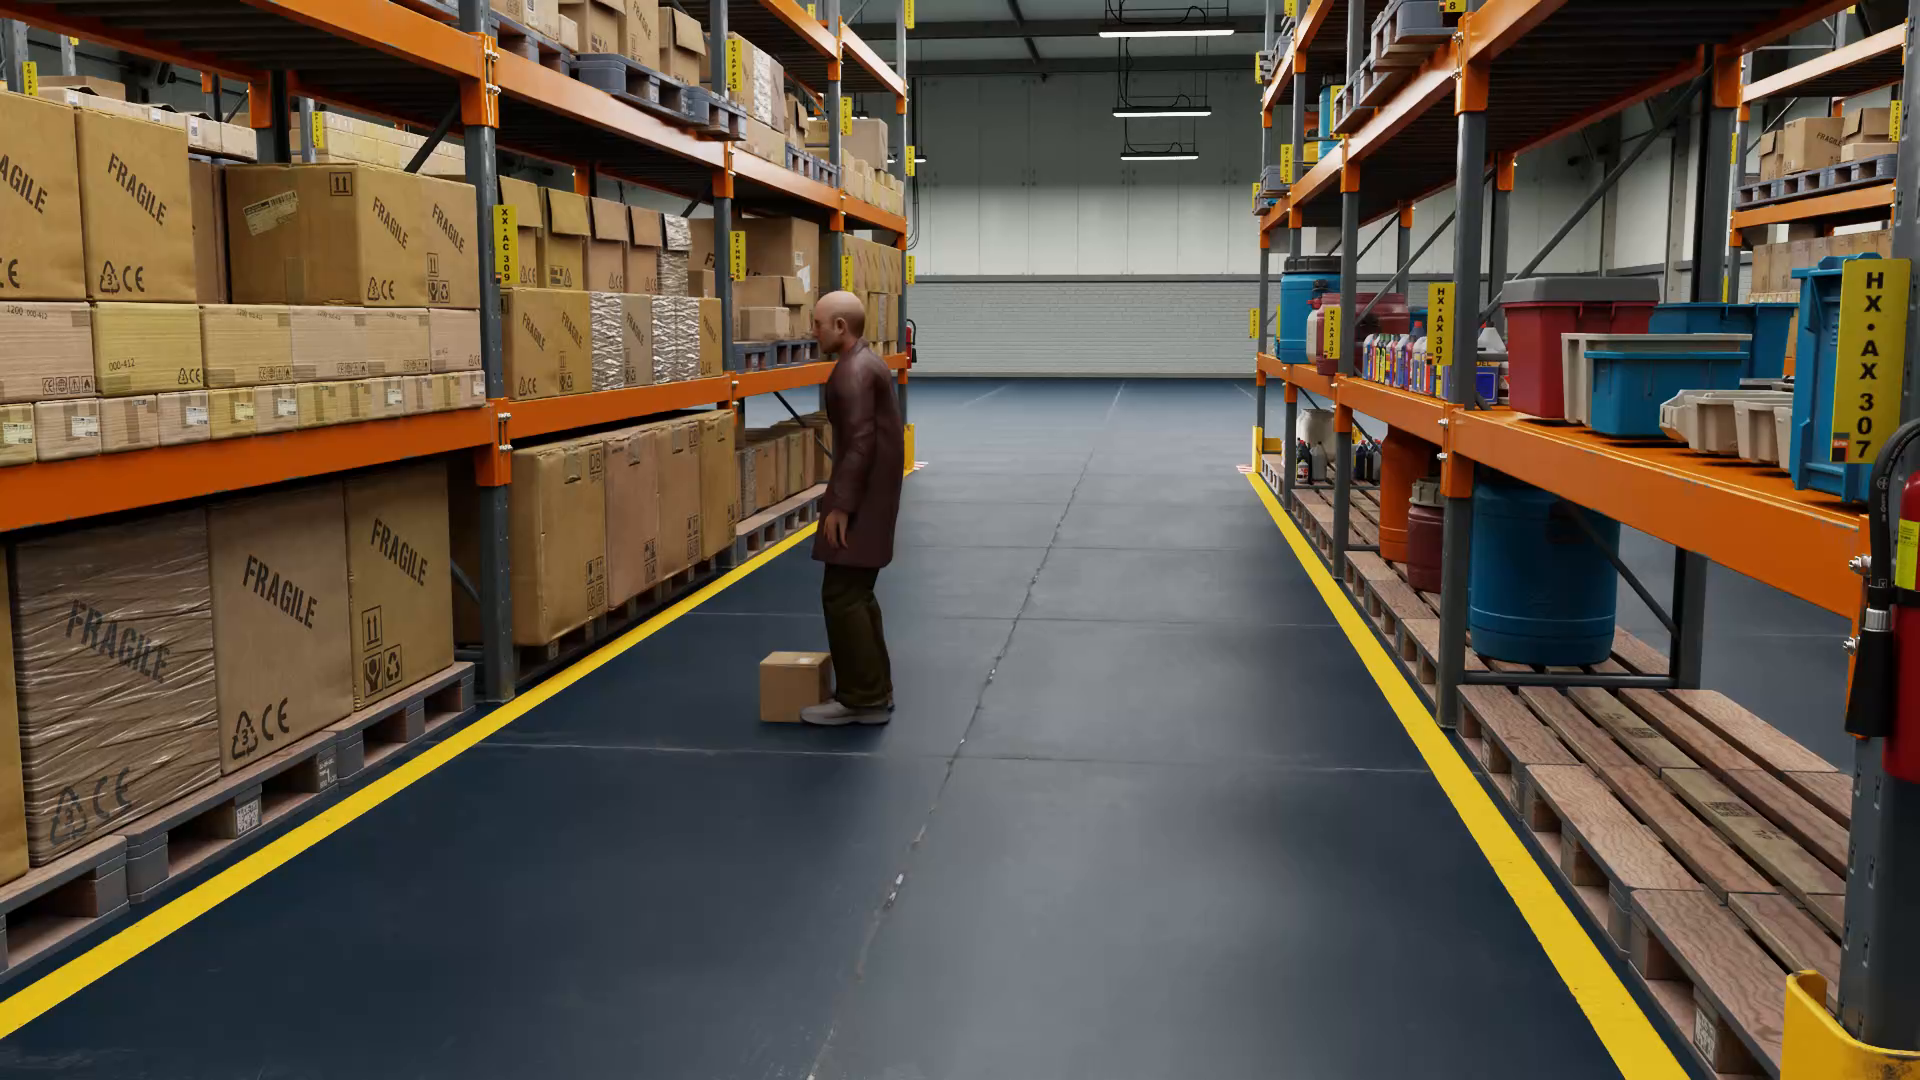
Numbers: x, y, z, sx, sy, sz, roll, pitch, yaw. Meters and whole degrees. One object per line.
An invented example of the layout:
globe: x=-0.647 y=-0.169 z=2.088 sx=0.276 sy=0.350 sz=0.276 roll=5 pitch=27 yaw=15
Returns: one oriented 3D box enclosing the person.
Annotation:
person: x=-0.442 y=-0.135 z=6.882 sx=0.427 sy=1.773 sz=0.628 roll=1 pitch=7 yaw=4
